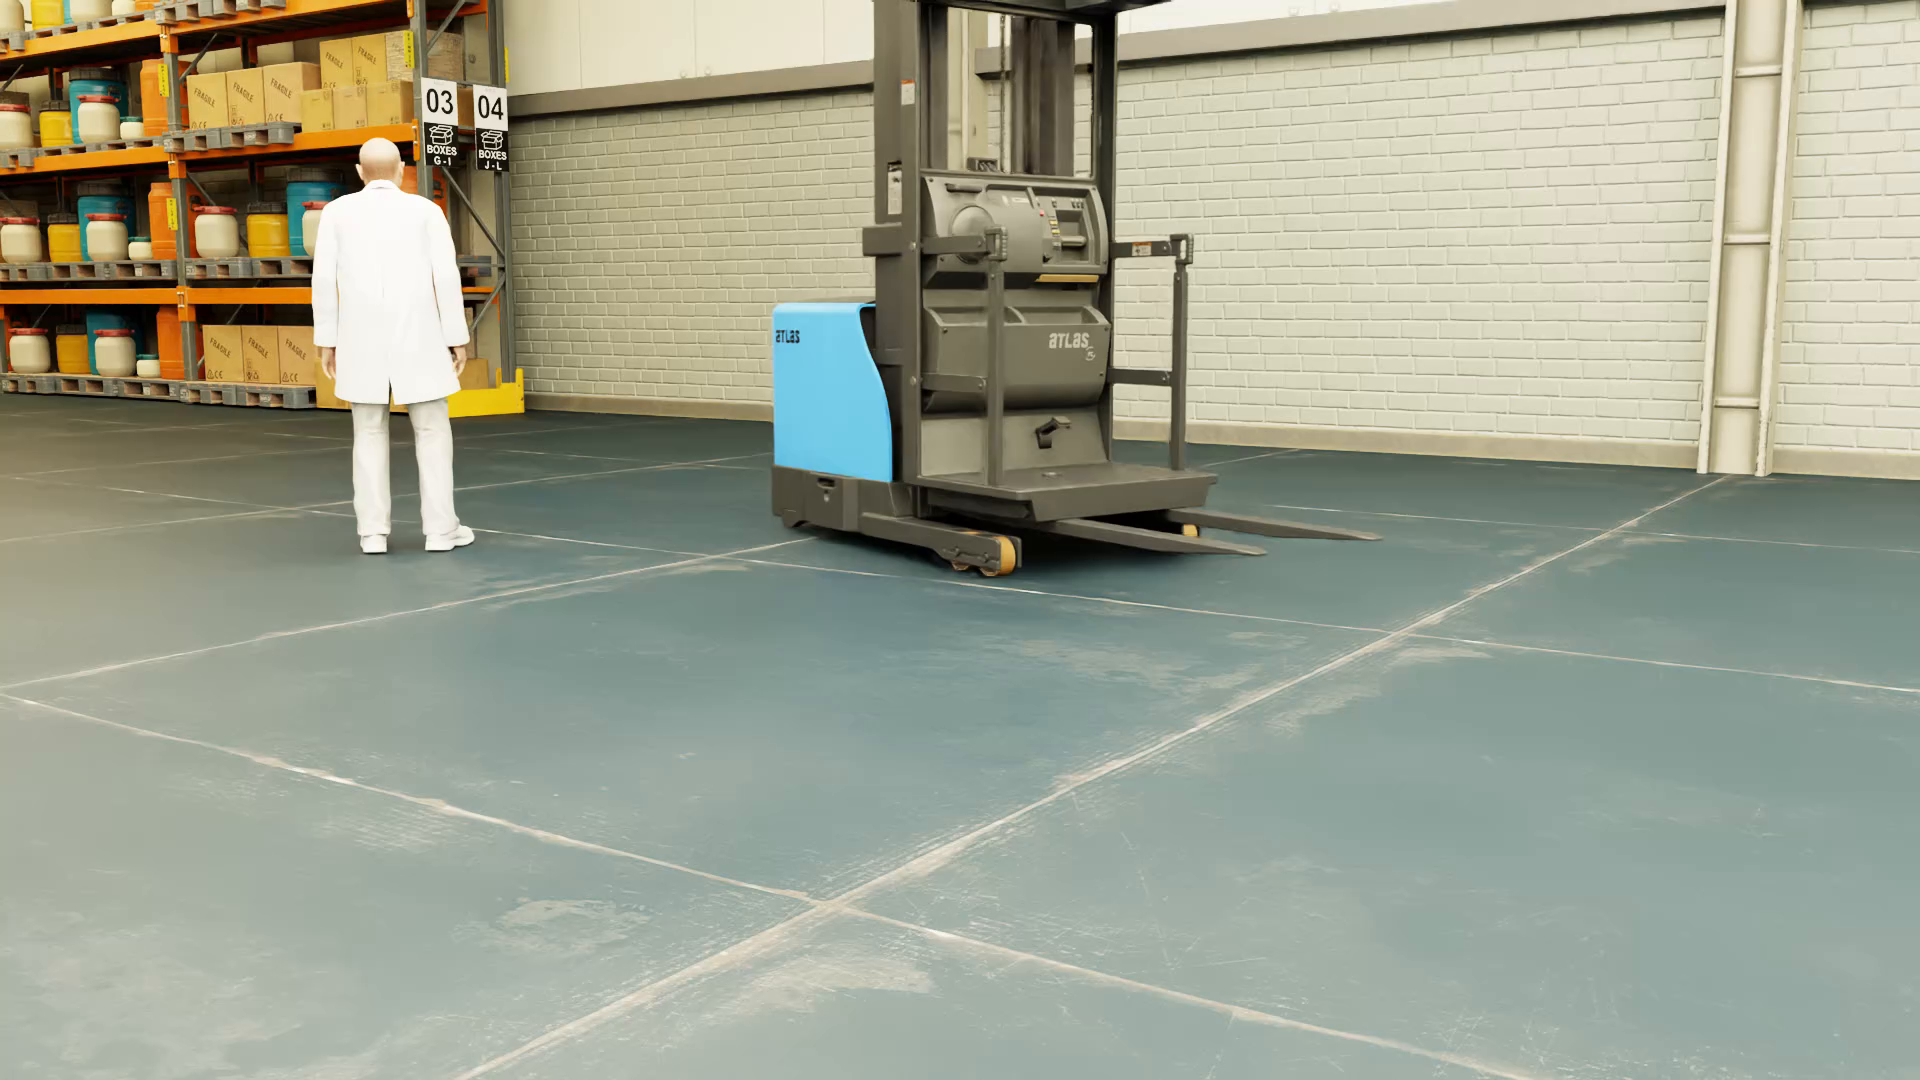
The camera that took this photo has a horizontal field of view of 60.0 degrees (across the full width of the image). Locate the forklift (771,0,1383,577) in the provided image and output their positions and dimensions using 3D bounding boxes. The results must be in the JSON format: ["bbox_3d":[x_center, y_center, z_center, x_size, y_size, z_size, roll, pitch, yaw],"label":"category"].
[{"bbox_3d":[0.377,-1.381,6.904,1.130,2.935,3.031,-6,10,-36],"label":"forklift"}]

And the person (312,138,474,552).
[{"bbox_3d":[-2.454,-0.837,7.195,0.644,1.772,0.429,-1,8,-10],"label":"person"}]
